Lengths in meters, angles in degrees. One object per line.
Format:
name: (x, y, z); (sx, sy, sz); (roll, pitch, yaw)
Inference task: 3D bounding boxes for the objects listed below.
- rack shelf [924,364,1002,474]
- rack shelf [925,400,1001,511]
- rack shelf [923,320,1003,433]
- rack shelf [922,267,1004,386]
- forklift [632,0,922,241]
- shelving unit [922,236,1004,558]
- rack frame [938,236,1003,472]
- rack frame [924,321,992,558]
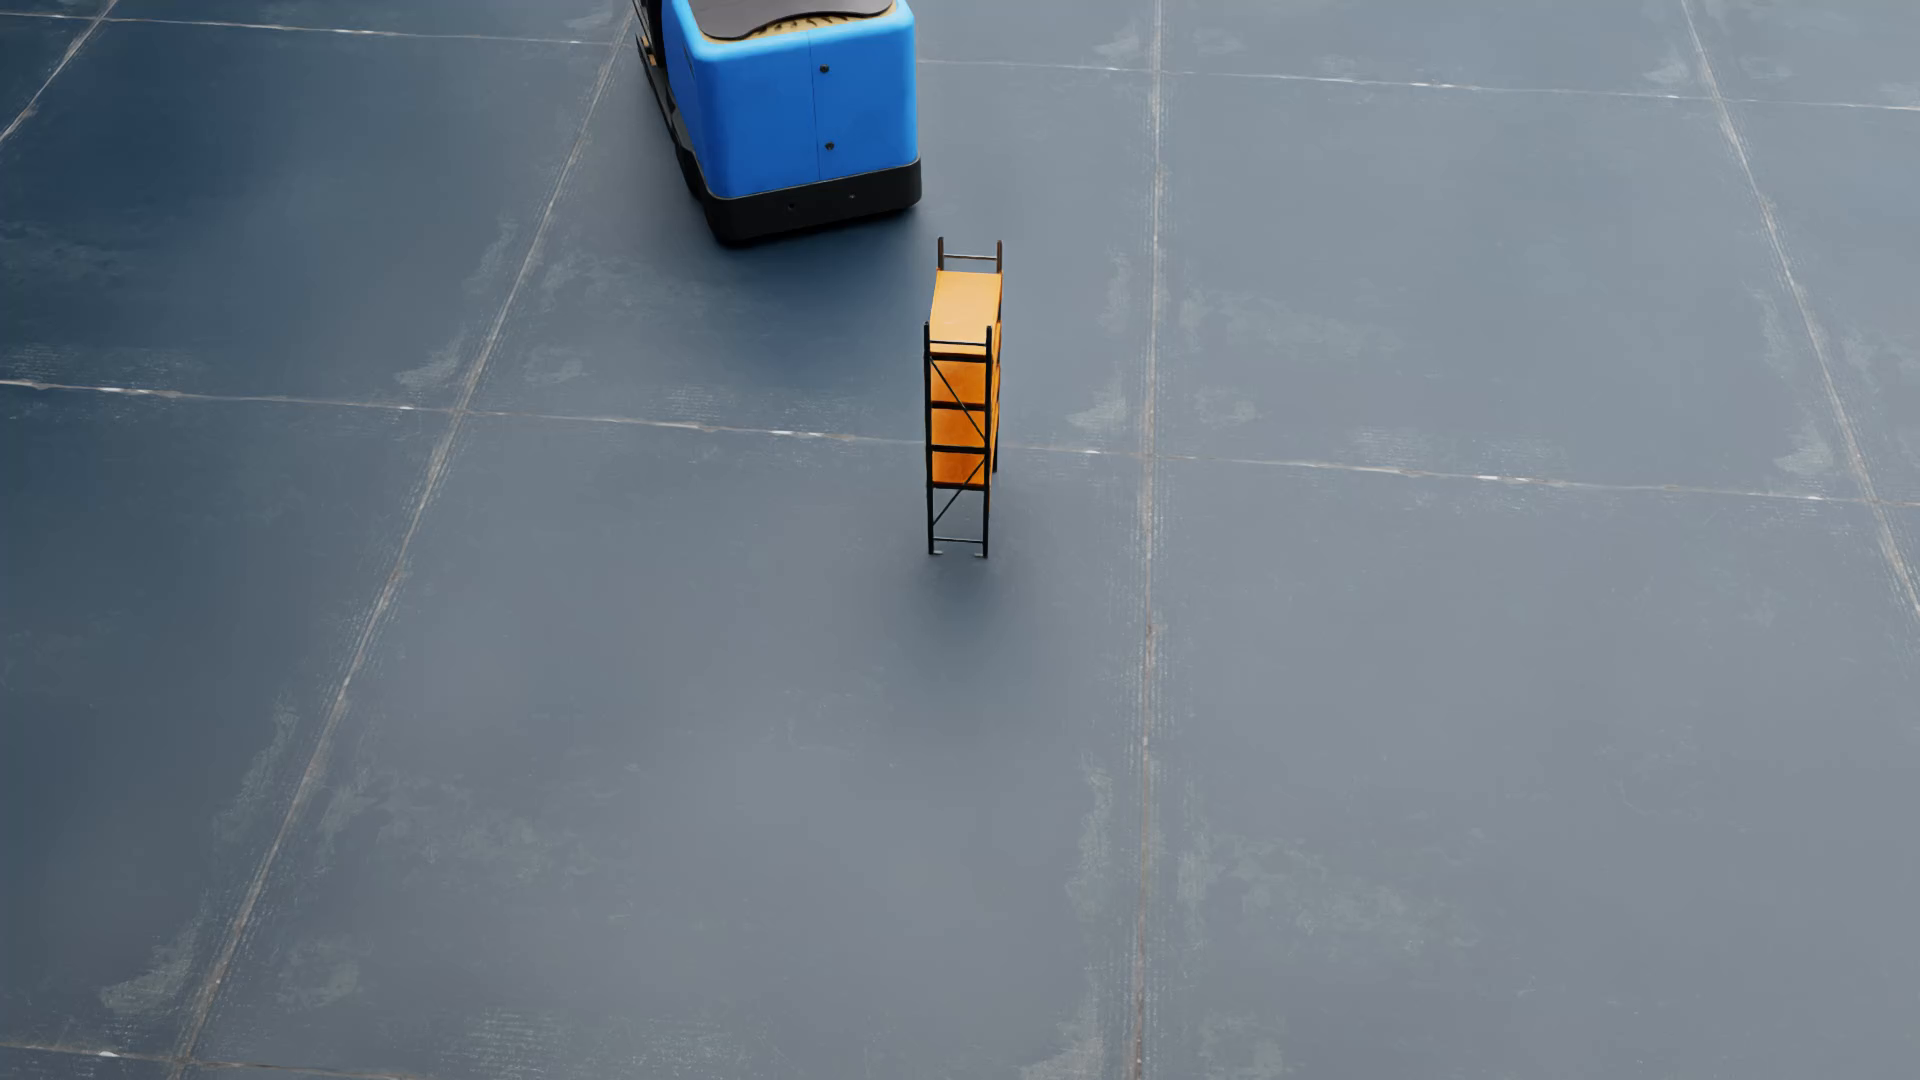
rack shelf: (0.015, -0.481, 6.468); (0.258, 0.148, 0.480); (4, 48, 4)
rack shelf: (0.015, -0.347, 6.615); (0.258, 0.148, 0.480); (4, 48, 4)
rack shelf: (0.015, -0.632, 6.303); (0.258, 0.148, 0.480); (4, 48, 4)
rack shelf: (0.015, -0.792, 6.129); (0.258, 0.148, 0.480); (4, 48, 4)
forklift: (-1.132, -3.535, 7.997); (1.130, 2.935, 3.031); (-14, 49, -12)
shelving unit: (0.015, -0.527, 6.419); (0.258, 1.200, 0.503); (4, 48, 4)
rack frame: (0.037, -0.706, 6.583); (0.240, 1.200, 0.015); (4, 48, 4)
rack frame: (-0.007, -0.347, 6.255); (0.240, 1.200, 0.015); (4, 48, 4)
